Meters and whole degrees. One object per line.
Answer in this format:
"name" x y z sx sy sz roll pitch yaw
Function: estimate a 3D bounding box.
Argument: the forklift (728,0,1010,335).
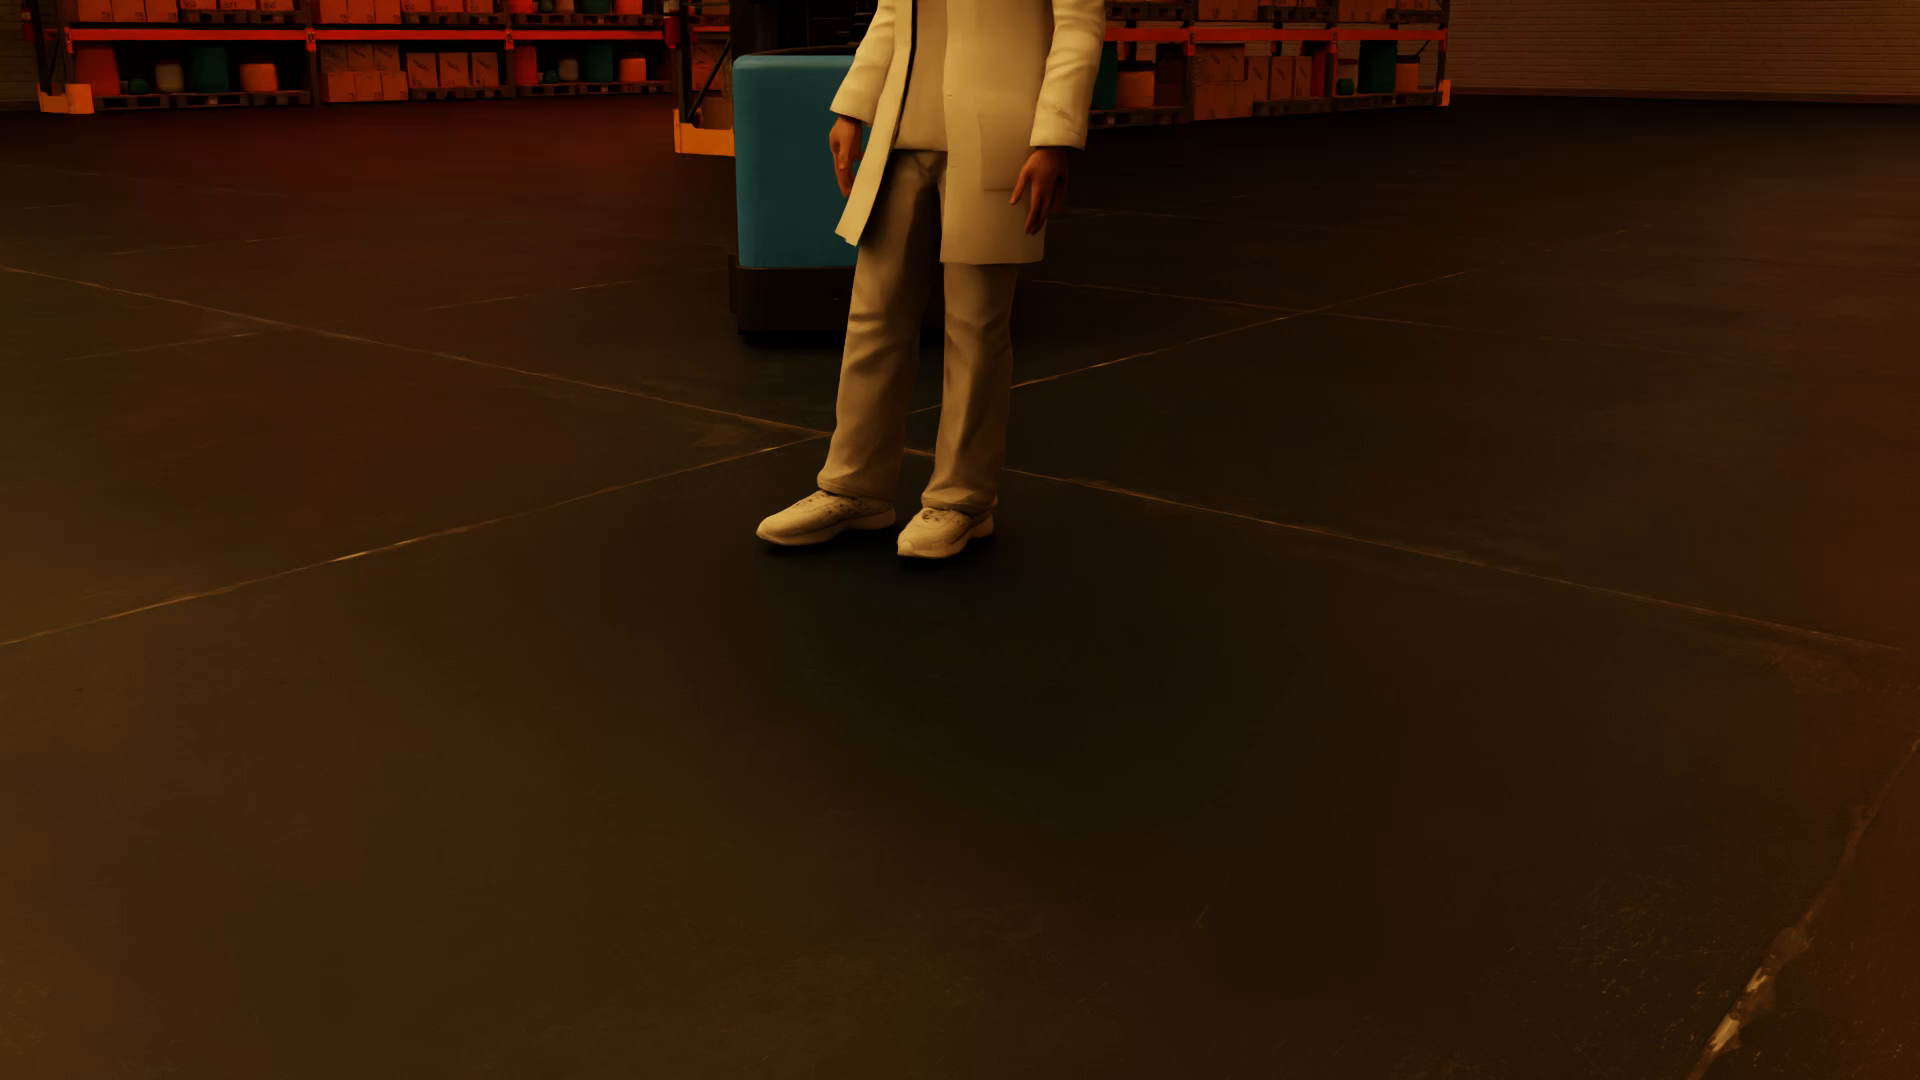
"forklift" -0.477 -2.568 7.356 1.130 2.935 3.031 -2 17 -6

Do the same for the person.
"person" -0.061 -0.838 3.616 0.698 1.777 0.578 13 21 37
